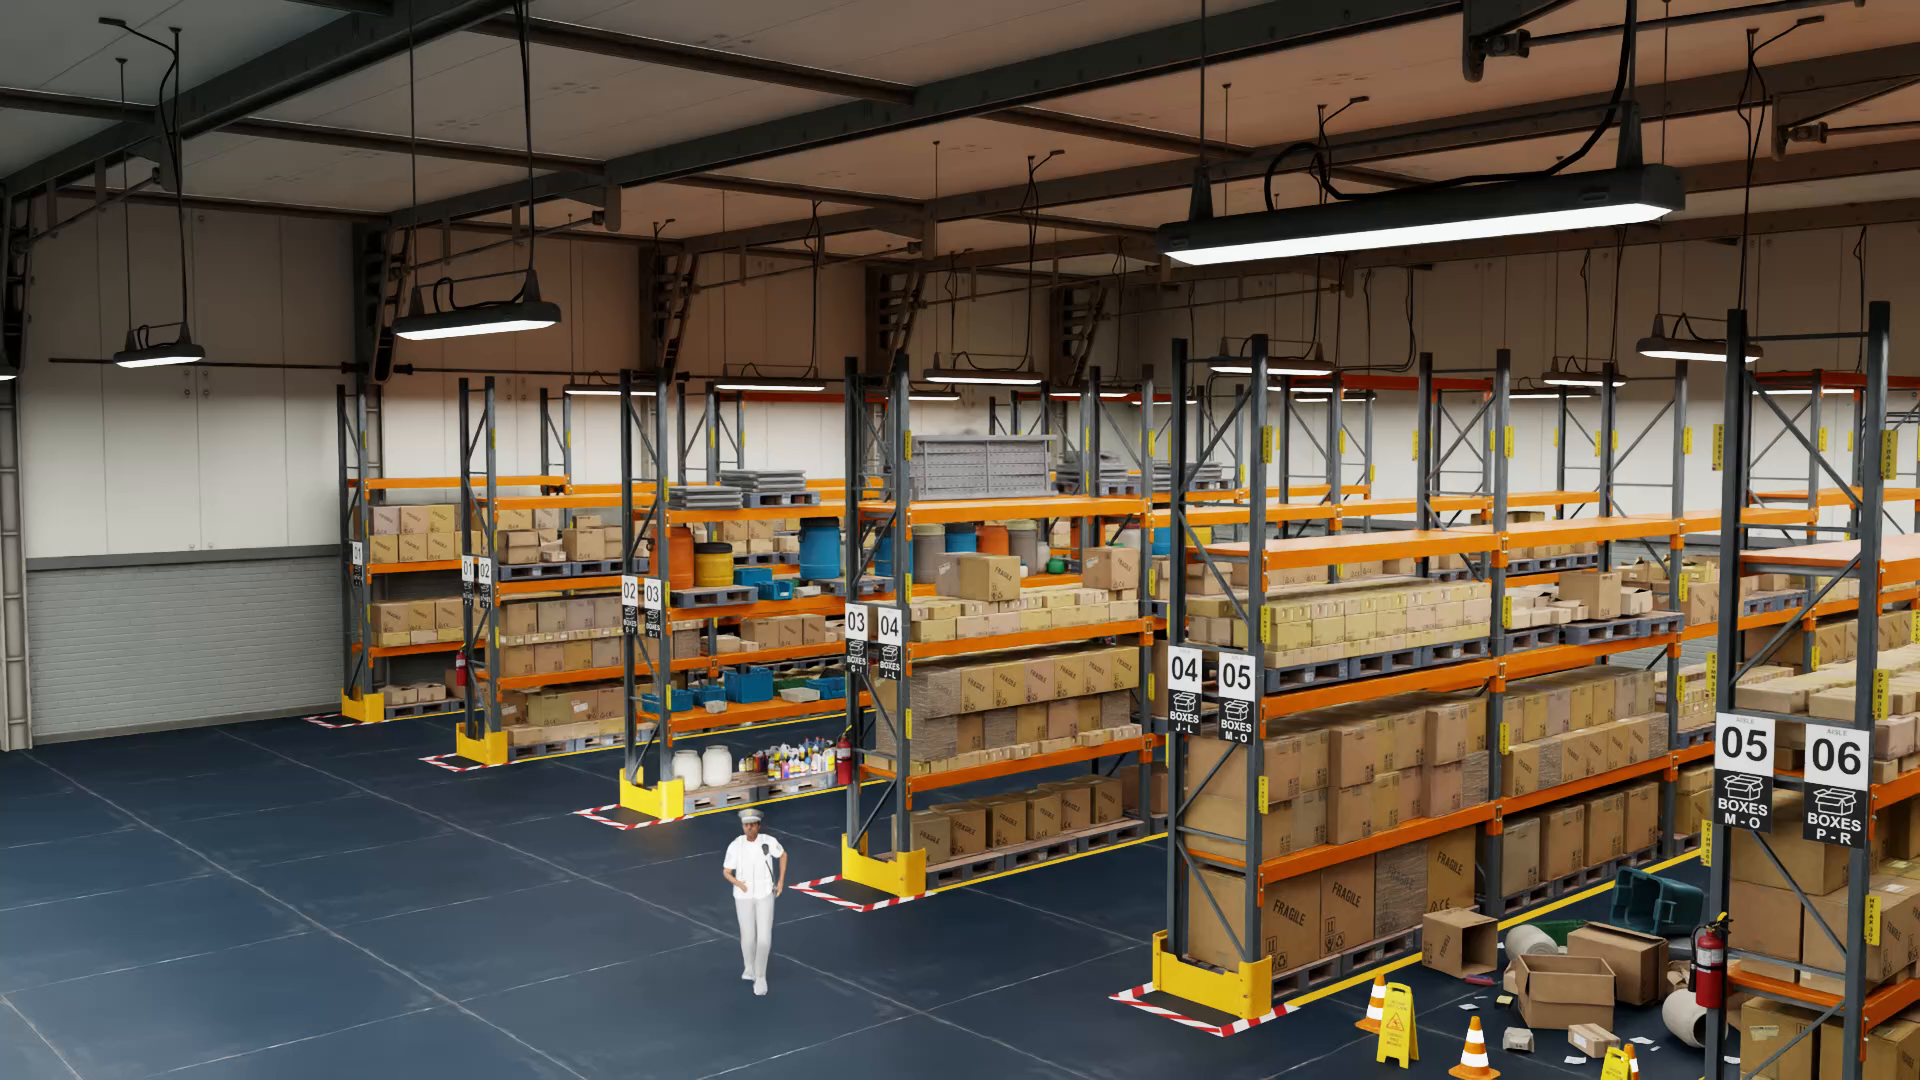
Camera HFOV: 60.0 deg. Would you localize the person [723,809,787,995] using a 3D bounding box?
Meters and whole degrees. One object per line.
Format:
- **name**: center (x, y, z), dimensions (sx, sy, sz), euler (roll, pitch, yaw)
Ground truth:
- **person**: center (-1.900, 3.326, 15.390), dimensions (0.579, 1.724, 0.695), euler (0, 4, -3)
